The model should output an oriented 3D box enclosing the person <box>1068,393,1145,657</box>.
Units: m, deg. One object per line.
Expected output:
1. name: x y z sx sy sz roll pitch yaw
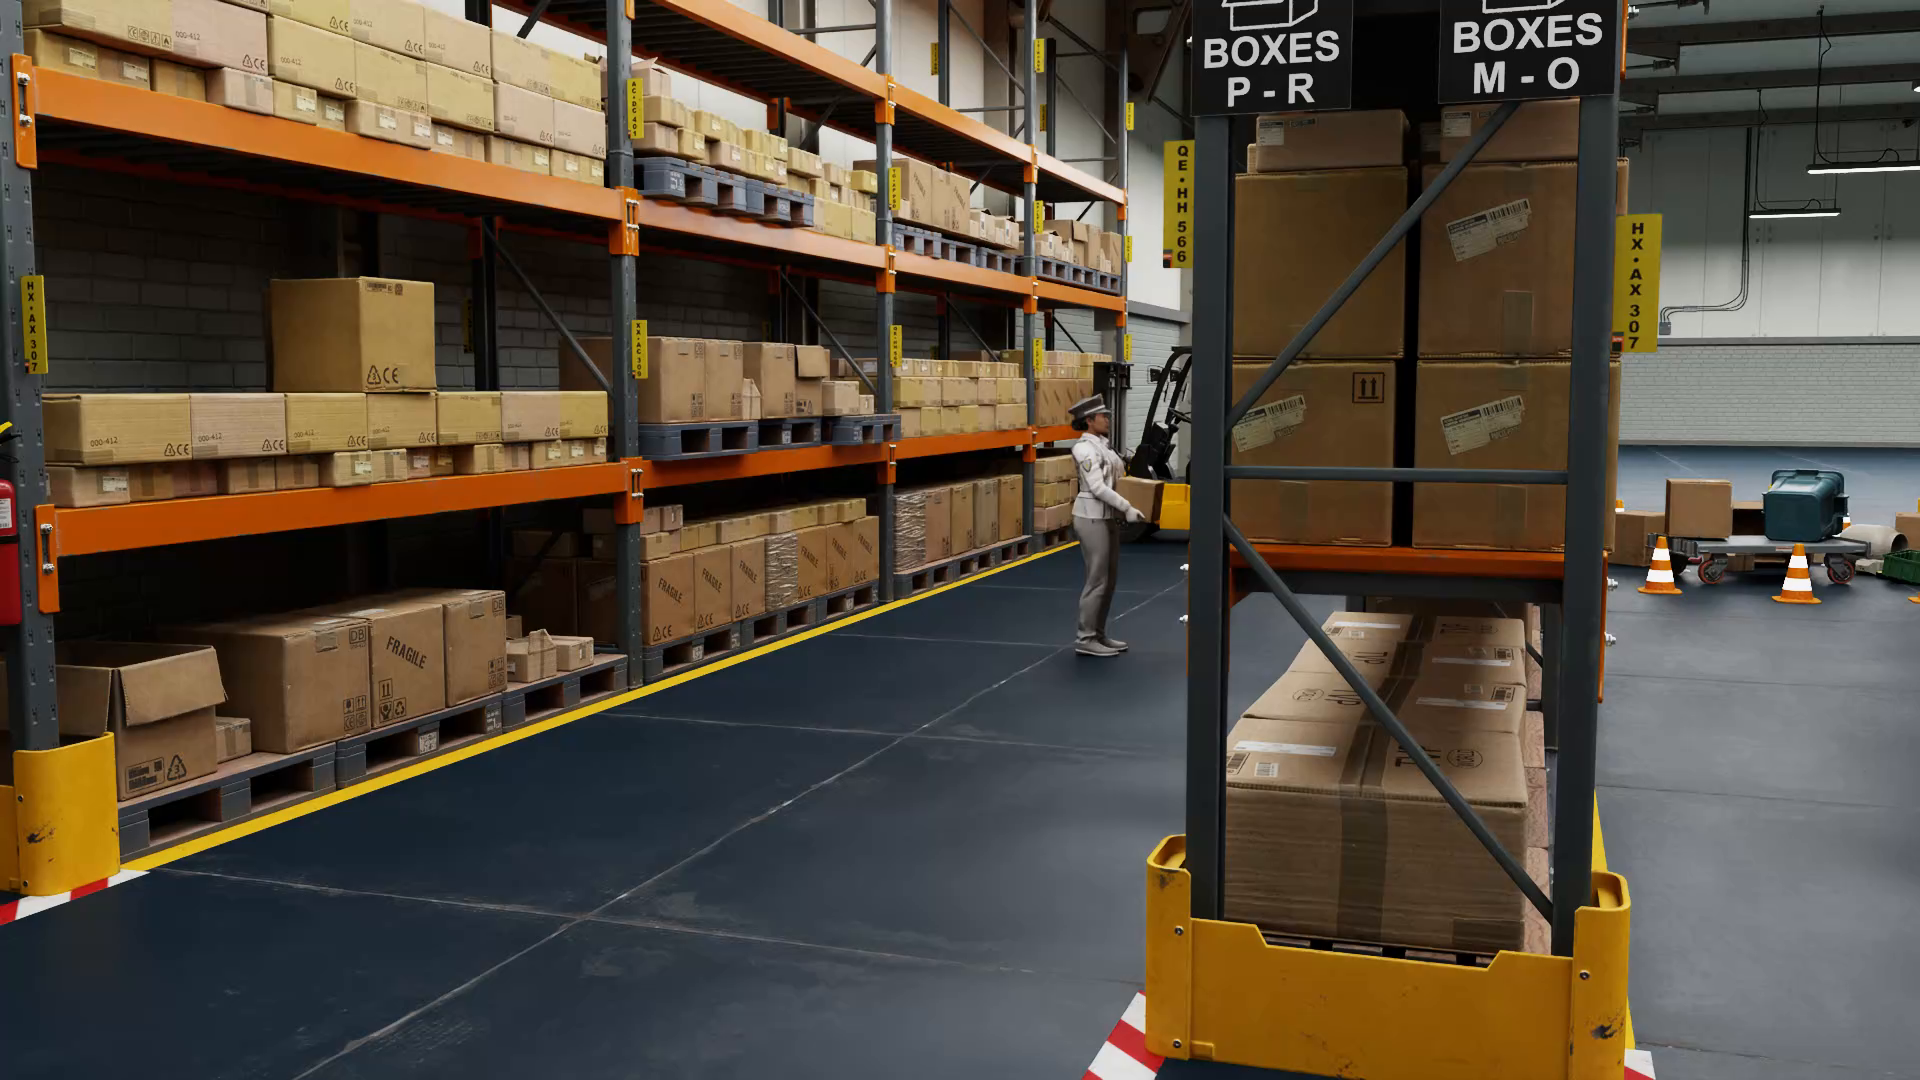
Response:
1. person: 0.956 -0.103 10.729 0.551 1.686 0.459 2 6 20
